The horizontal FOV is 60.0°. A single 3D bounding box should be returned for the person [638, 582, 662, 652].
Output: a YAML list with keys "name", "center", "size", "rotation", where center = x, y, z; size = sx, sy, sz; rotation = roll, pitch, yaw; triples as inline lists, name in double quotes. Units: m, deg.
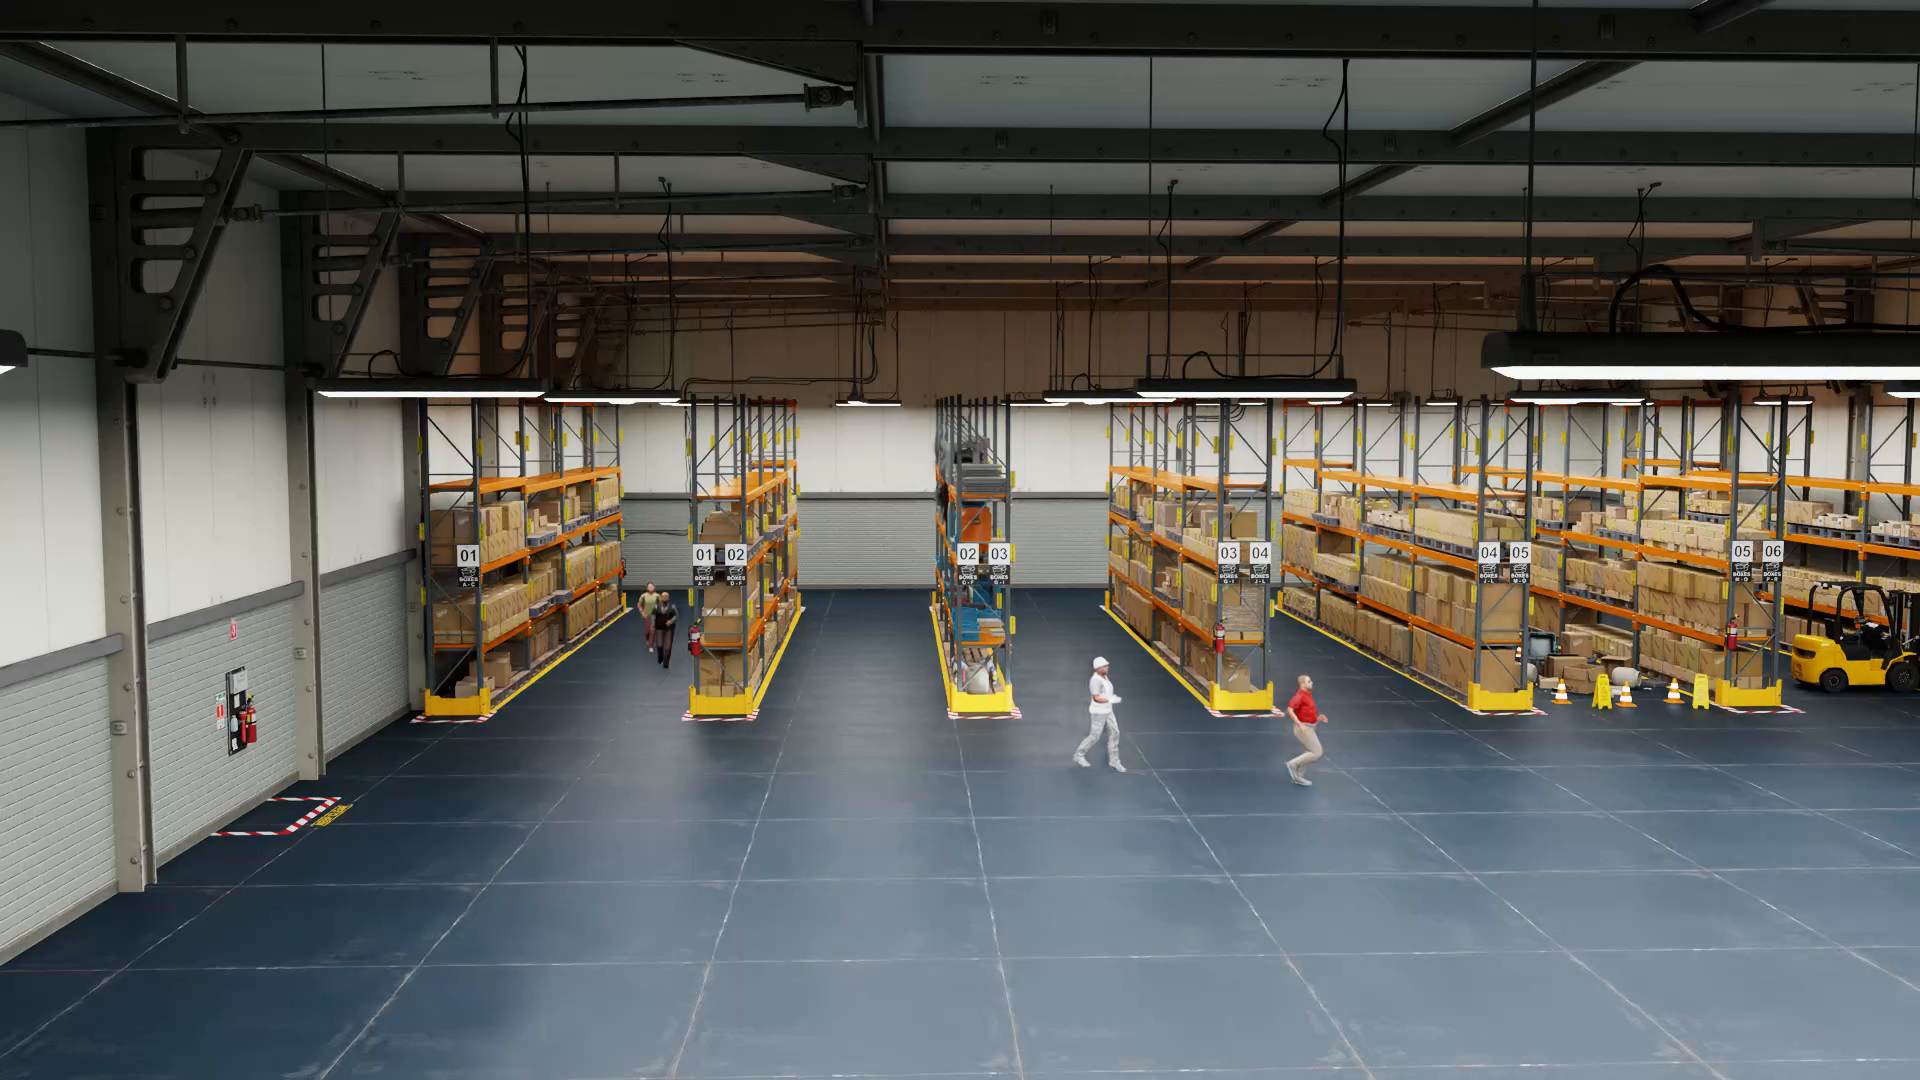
- name: "person"
  center: [-7.335, 1.811, 39.439]
  size: [0.585, 1.640, 0.669]
  rotation: [-1, 5, -10]

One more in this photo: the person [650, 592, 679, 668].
- name: "person"
  center: [-6.525, 1.996, 36.702]
  size: [0.657, 1.679, 0.575]
  rotation: [-1, 5, -7]

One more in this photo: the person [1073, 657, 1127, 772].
- name: "person"
  center: [2.212, 2.764, 26.313]
  size: [0.856, 1.835, 0.683]
  rotation: [2, 5, 22]

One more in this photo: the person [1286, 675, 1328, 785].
- name: "person"
  center: [5.282, 2.899, 25.268]
  size: [0.590, 1.680, 0.657]
  rotation: [2, 5, 19]
